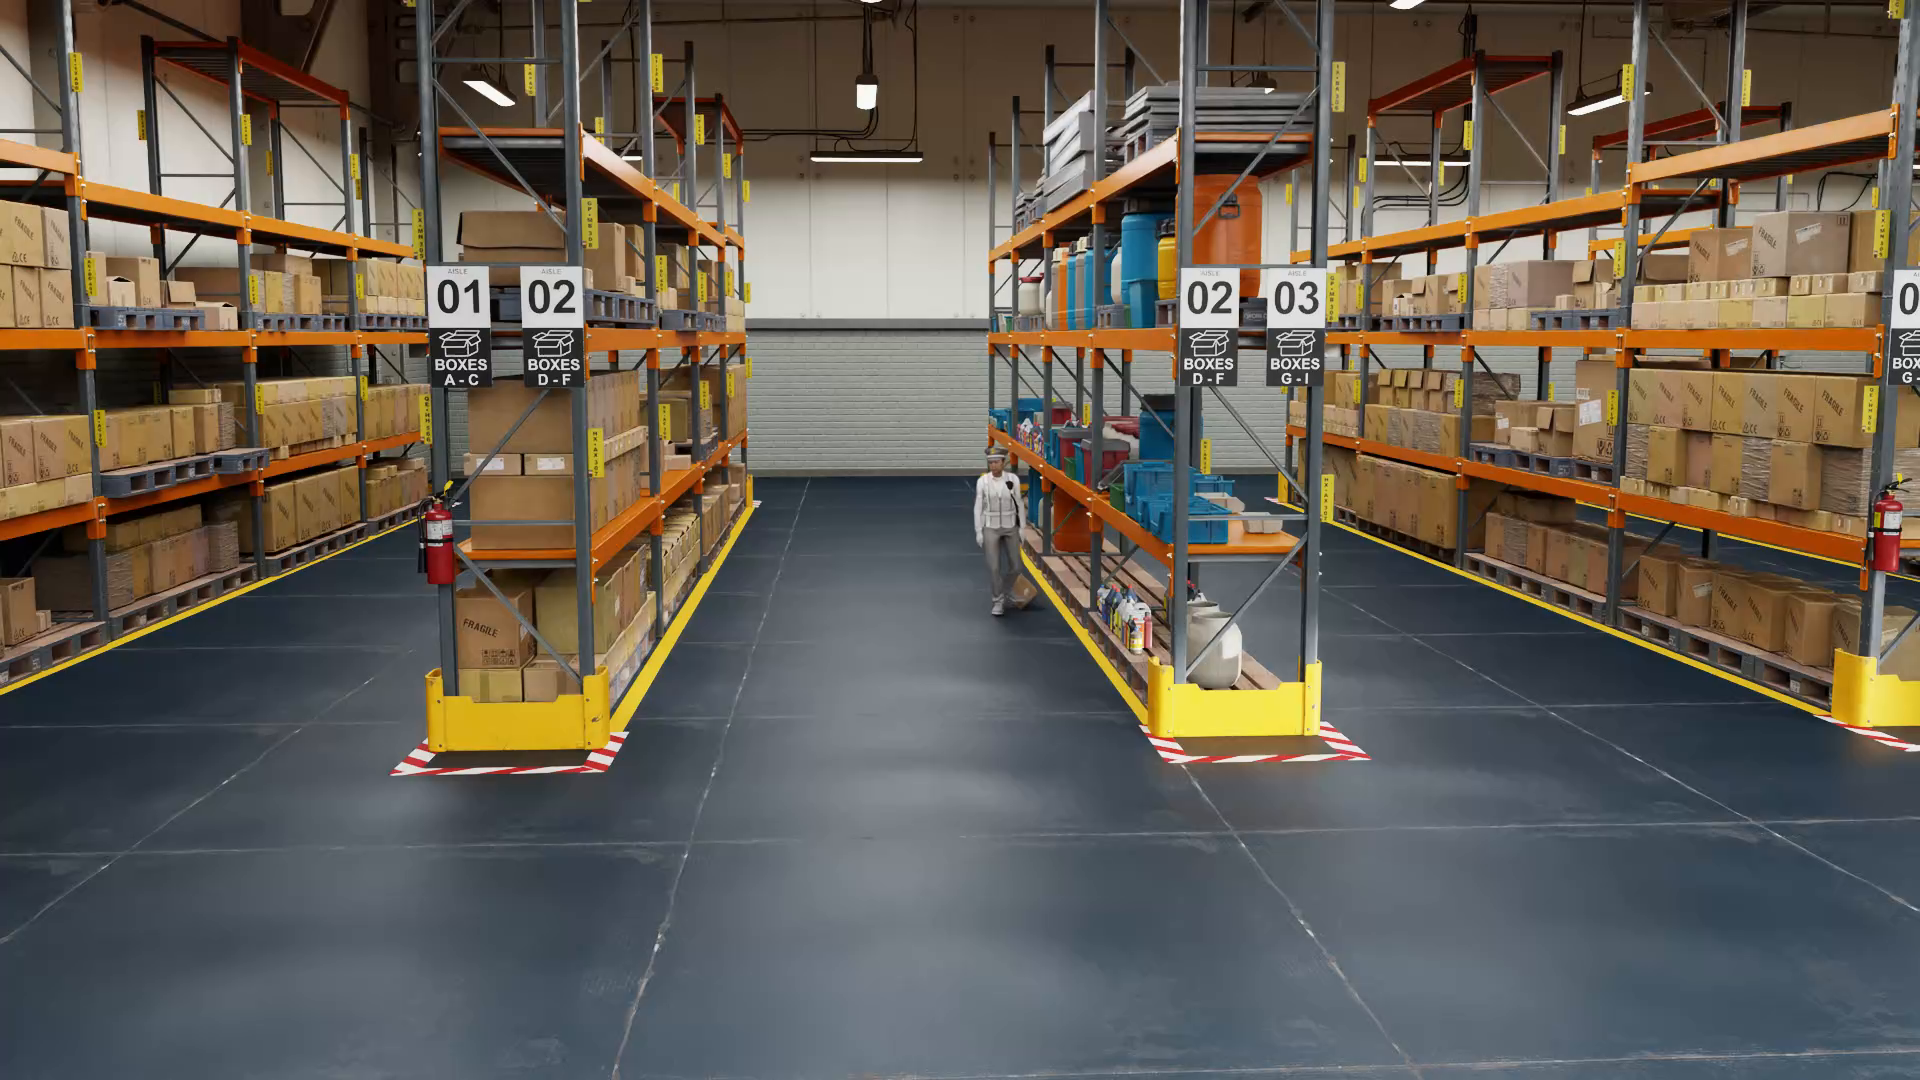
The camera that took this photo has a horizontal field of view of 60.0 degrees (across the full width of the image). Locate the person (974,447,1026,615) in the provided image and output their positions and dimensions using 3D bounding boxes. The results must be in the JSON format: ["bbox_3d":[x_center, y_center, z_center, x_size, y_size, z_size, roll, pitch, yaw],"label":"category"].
[{"bbox_3d":[0.403,-0.105,16.547,0.533,1.667,0.534,0,7,-3],"label":"person"}]
